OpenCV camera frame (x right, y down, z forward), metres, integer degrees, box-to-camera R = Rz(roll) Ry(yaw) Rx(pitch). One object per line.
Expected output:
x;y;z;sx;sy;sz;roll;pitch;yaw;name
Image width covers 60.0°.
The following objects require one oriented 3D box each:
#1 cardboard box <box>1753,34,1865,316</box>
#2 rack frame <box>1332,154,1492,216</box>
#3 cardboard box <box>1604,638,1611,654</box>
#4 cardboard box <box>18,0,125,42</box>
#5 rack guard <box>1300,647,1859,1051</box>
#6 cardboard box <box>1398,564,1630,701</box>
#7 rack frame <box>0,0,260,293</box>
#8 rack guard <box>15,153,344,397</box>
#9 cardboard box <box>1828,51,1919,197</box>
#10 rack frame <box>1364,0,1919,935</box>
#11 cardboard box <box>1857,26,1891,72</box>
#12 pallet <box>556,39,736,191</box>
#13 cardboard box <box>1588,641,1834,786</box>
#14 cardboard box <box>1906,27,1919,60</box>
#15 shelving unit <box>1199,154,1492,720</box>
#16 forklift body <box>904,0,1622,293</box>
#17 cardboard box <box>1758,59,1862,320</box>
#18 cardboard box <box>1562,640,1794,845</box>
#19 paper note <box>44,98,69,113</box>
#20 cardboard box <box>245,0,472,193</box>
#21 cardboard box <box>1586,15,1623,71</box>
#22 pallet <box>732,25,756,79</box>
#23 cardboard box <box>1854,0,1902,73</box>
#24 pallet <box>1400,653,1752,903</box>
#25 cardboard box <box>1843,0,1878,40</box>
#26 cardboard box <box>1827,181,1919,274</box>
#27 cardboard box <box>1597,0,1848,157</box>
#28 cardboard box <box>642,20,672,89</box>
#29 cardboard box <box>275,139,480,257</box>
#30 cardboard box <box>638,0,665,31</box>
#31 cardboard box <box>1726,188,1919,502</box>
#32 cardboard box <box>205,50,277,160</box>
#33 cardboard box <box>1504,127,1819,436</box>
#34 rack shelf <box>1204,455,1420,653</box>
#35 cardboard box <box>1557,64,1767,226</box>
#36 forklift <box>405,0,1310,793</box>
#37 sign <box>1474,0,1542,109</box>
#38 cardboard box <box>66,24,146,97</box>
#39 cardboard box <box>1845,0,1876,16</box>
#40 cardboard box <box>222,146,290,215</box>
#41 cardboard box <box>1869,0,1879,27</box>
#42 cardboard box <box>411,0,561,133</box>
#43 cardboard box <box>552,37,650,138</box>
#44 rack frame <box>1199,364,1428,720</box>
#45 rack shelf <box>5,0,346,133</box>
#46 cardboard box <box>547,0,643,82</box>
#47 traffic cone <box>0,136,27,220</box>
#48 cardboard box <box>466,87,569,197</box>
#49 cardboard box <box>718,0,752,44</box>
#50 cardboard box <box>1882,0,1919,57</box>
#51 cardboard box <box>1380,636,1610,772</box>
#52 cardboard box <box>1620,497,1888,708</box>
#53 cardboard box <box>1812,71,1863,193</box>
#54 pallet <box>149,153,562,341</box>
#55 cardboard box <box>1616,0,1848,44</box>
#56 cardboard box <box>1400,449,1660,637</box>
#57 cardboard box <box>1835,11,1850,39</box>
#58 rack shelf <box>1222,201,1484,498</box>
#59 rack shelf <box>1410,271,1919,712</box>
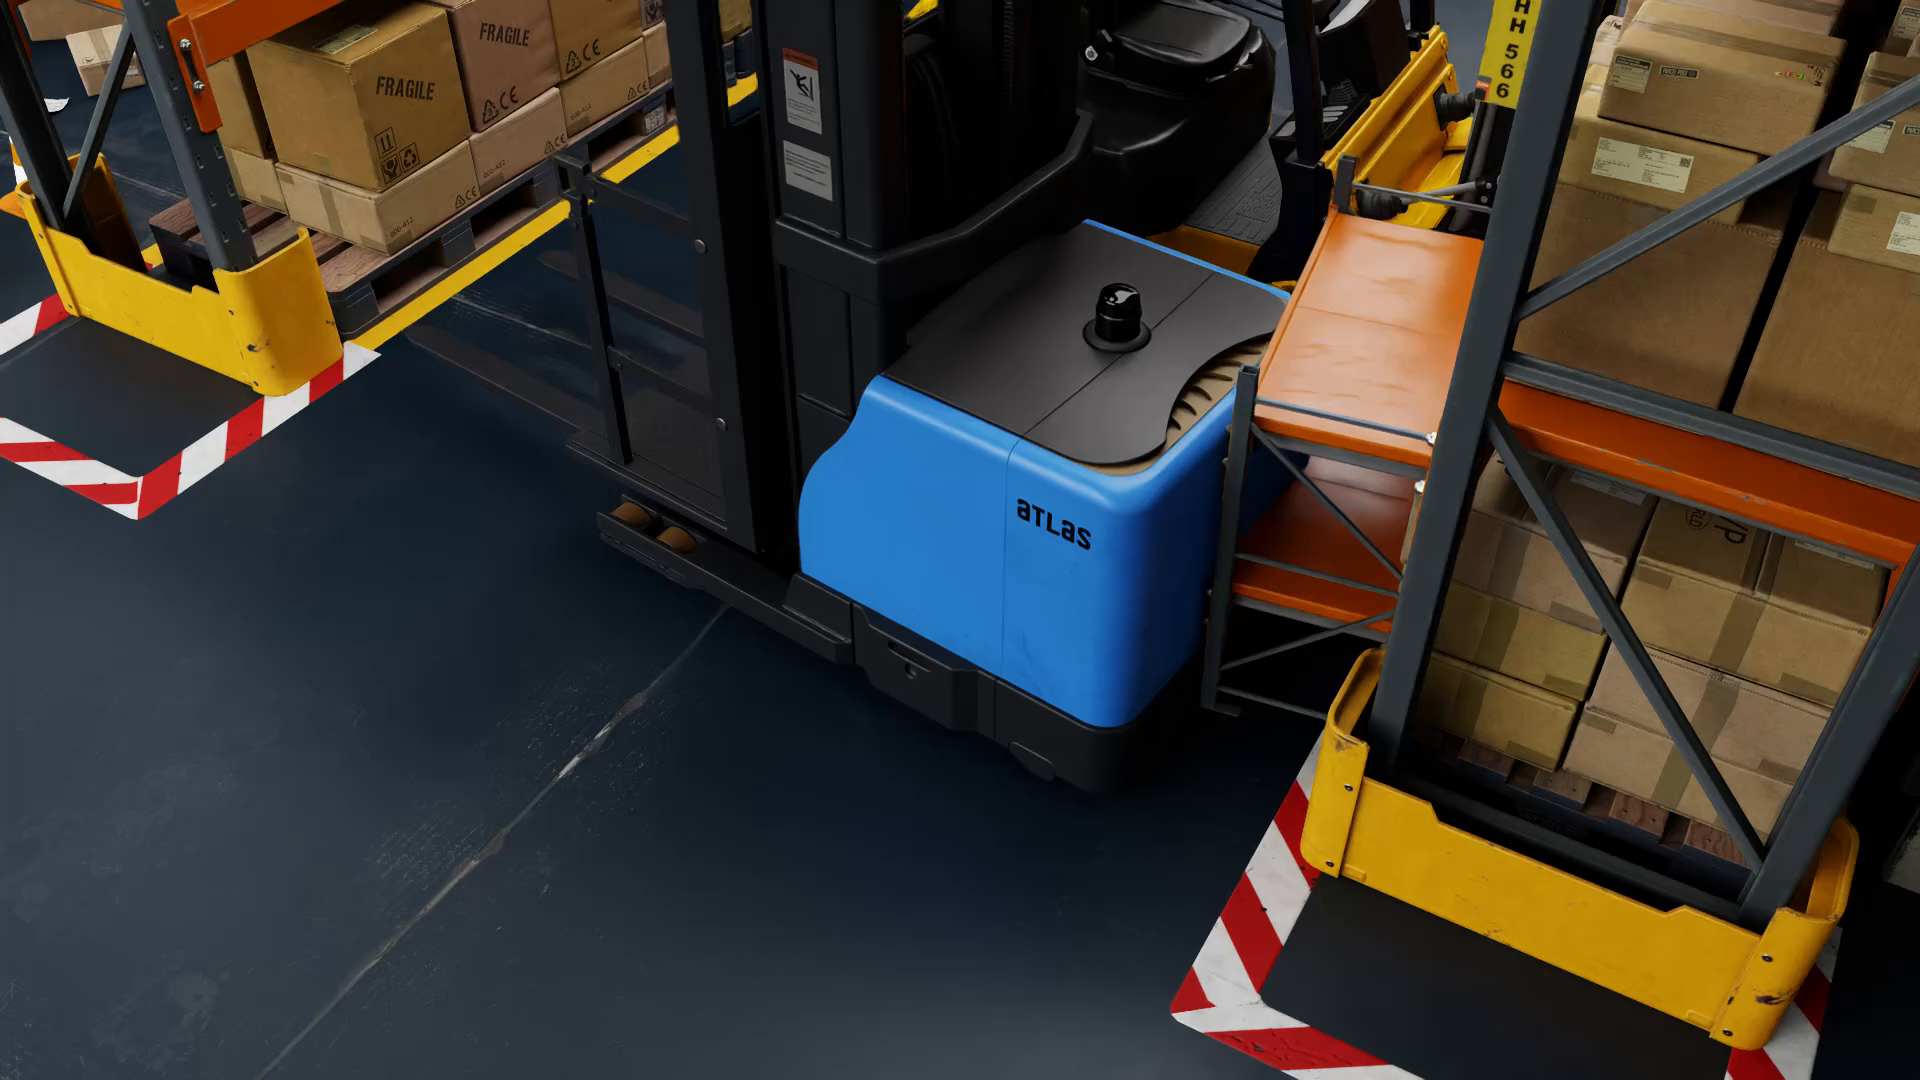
1.753;-0.919;3.949;0.500;0.500;0.500;22;46;23;cardboard box
1.260;-0.552;4.764;0.500;1.125;0.032;15;45;17;rack frame
1.685;0.000;4.743;0.500;0.250;0.500;21;45;22;cardboard box
-4.146;-2.765;8.008;0.797;0.503;0.637;-7;42;-7;cardboard box
1.454;0.732;4.040;1.175;0.500;0.348;21;45;22;rack guard
1.439;0.085;4.268;0.500;0.250;0.500;20;45;22;cardboard box
-2.833;-1.859;5.091;1.000;3.000;0.127;21;45;22;rack frame
-2.795;-0.964;5.967;1.175;0.500;0.348;21;45;22;rack guard
1.819;-0.734;3.022;0.380;0.149;0.250;20;45;21;cardboard box
1.466;-0.220;3.230;1.000;3.000;0.127;21;45;22;rack frame
2.061;-0.914;3.452;0.380;0.149;0.250;20;45;21;cardboard box
-1.747;-2.005;7.367;1.003;0.211;1.213;21;45;22;pallet
1.881;0.267;4.062;0.500;0.250;0.500;22;46;23;cardboard box
2.006;-0.865;3.171;0.380;0.149;0.250;22;46;23;cardboard box
1.068;-0.233;4.418;0.538;1.125;1.048;15;45;17;shelving unit
0.835;-1.589;5.427;2.313;2.155;1.214;21;45;22;forklift body
2.196;-0.754;3.761;0.500;0.500;0.500;22;46;23;cardboard box
1.881;0.438;4.245;0.500;0.250;0.500;21;46;22;cardboard box
-4.084;-1.944;7.434;0.148;0.019;0.142;7;42;8;paper note
-2.179;-1.650;6.049;0.500;0.500;0.500;19;45;21;cardboard box
1.499;-0.948;3.490;0.380;0.149;0.250;22;46;23;cardboard box
-1.137;-2.705;8.162;1.003;0.211;1.213;21;45;22;pallet
2.444;-1.043;4.090;0.500;0.500;0.500;20;45;22;cardboard box
1.812;0.375;4.664;1.003;0.211;1.213;21;45;22;pallet
2.009;-1.213;4.282;0.500;0.500;0.500;20;45;21;cardboard box
1.860;-0.609;3.105;0.380;0.149;0.250;20;45;21;cardboard box
1.463;-0.887;3.196;0.380;0.149;0.250;21;46;22;cardboard box
-1.411;-2.249;7.297;0.500;0.250;0.500;22;46;23;cardboard box
-2.190;-1.355;6.282;0.500;0.250;0.500;21;45;22;cardboard box
-1.403;-2.544;7.064;0.500;0.500;0.500;23;46;24;cardboard box
1.954;-0.449;3.414;0.500;0.500;0.500;22;46;23;cardboard box
-2.658;-1.811;6.232;0.500;0.500;0.500;21;46;22;cardboard box
1.485;-0.626;3.615;0.500;0.500;0.500;20;45;21;cardboard box
1.072;-0.052;4.583;0.538;0.278;1.000;15;45;17;rack shelf
1.397;-0.792;3.313;0.380;0.149;0.250;22;46;23;cardboard box
-0.502;-1.226;4.424;3.031;2.935;1.130;26;48;27;forklift
1.003;-0.930;2.982;0.100;0.325;0.005;21;45;22;sign
-3.927;-2.207;7.643;0.250;0.149;0.380;-21;45;-22;cardboard box
1.856;-1.315;3.682;0.380;0.149;0.250;21;46;22;cardboard box
-2.650;-1.550;6.503;0.500;0.250;0.500;21;45;22;cardboard box
2.521;-1.785;4.931;0.500;0.500;0.500;20;45;22;cardboard box
-1.921;-1.951;6.391;0.500;0.500;0.500;19;45;21;cardboard box
-1.666;-1.961;6.970;0.500;0.250;0.500;24;47;25;cardboard box
0.875;0.086;4.072;0.500;1.125;0.032;15;45;17;rack frame
-1.833;-2.733;6.629;1.077;0.370;4.000;21;45;22;rack shelf
-1.663;-2.235;6.714;0.500;0.500;0.500;22;46;23;cardboard box
-3.735;-1.580;6.694;0.336;0.463;0.334;21;45;22;traffic cone
-1.928;-1.644;6.610;0.500;0.250;0.500;23;46;24;cardboard box
-1.153;-2.538;7.625;0.500;0.250;0.500;20;45;21;cardboard box
2.099;-1.028;3.356;0.380;0.149;0.250;22;46;23;cardboard box
1.428;0.281;4.424;0.500;0.250;0.500;21;46;22;cardboard box
1.870;0.067;3.910;0.500;0.250;0.500;20;45;21;cardboard box
1.929;-0.771;3.290;0.380;0.149;0.250;21;45;22;cardboard box
-2.358;-1.309;6.577;1.003;0.211;1.213;21;45;22;pallet
1.559;-1.038;3.368;0.380;0.149;0.250;21;46;22;cardboard box
1.426;-0.087;4.086;0.500;0.250;0.500;22;46;23;cardboard box
1.816;-1.214;3.792;0.380;0.149;0.250;21;45;22;cardboard box
1.063;-0.449;4.221;0.538;0.278;1.000;15;45;17;rack shelf
2.467;-1.094;4.767;1.077;0.370;4.000;21;45;22;rack shelf
